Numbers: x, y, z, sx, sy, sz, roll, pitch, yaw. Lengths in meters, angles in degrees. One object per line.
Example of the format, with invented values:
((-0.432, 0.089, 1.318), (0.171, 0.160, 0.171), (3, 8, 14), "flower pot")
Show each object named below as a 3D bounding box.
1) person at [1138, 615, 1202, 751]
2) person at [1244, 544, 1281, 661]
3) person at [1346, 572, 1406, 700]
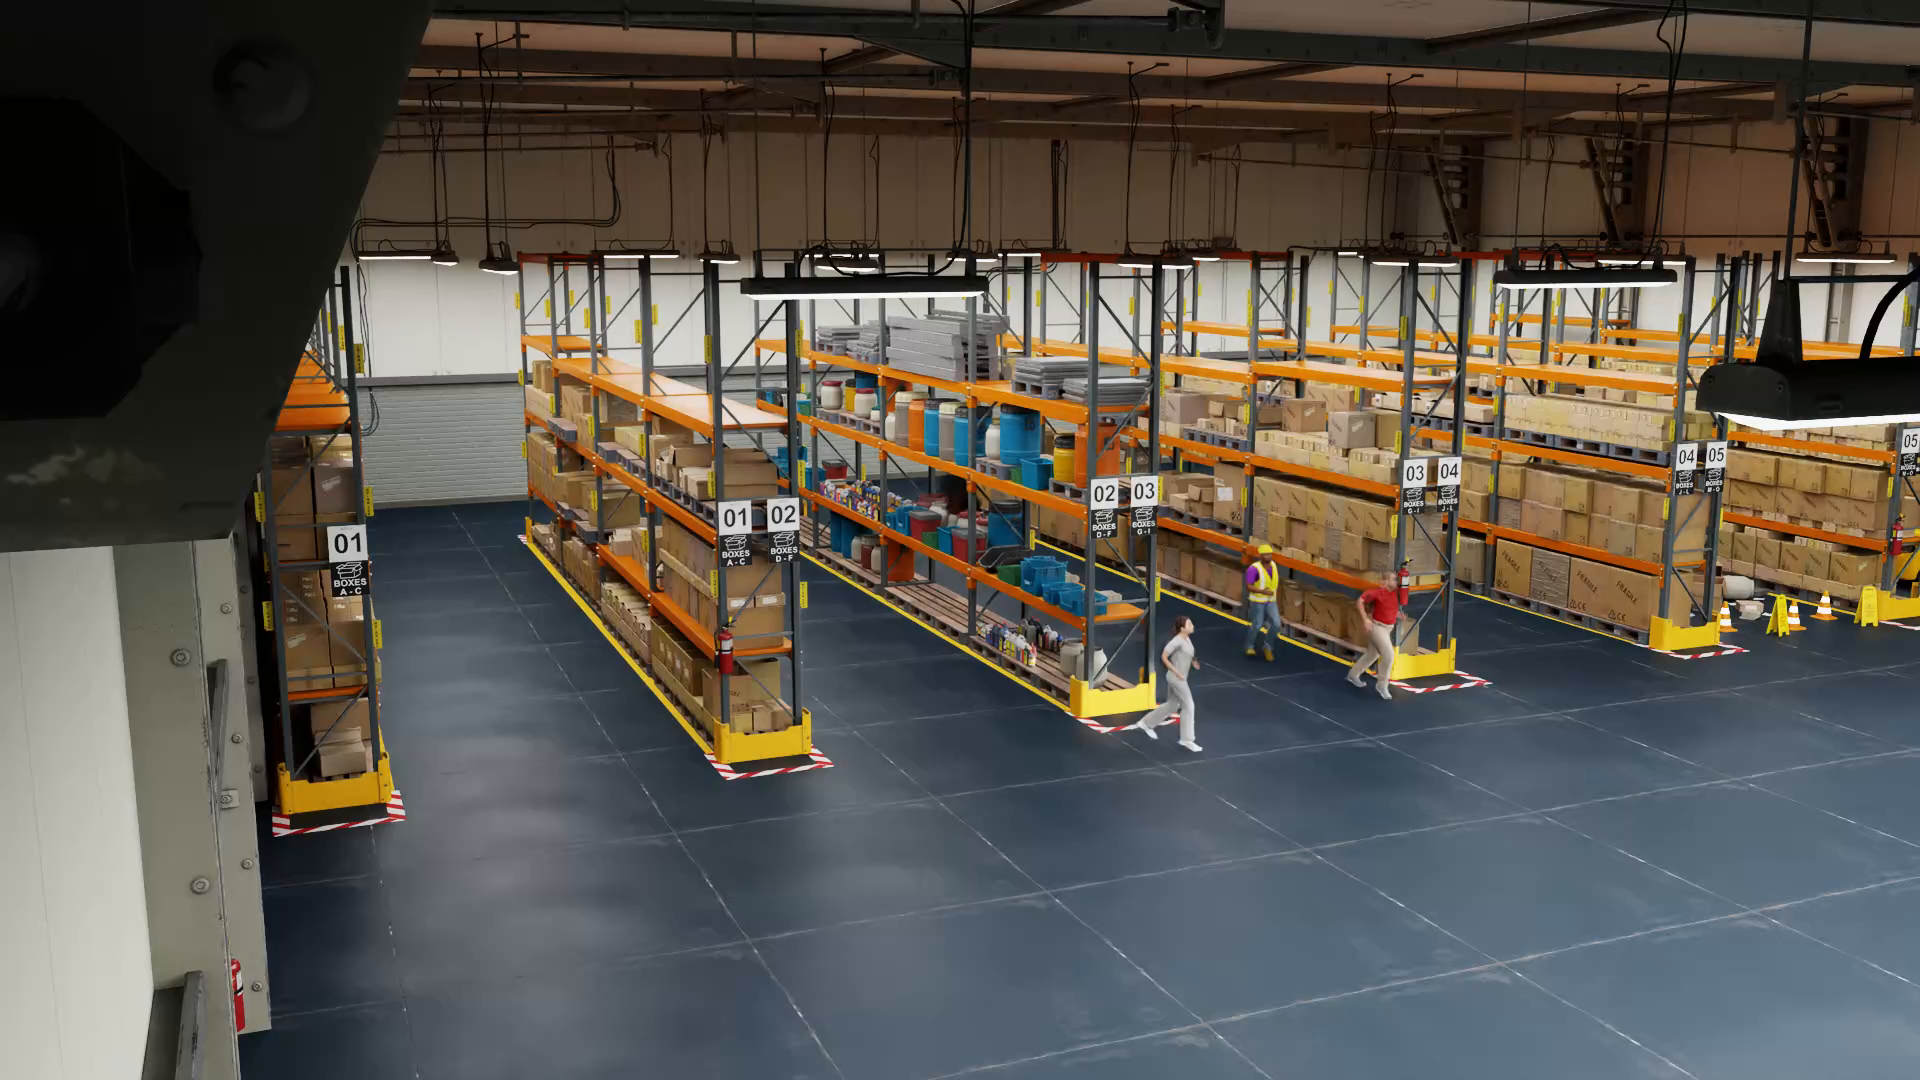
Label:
((2.660, 1.760, 20.818), (0.835, 1.701, 0.569), (3, 11, 18), "person")
((4.588, 0.959, 25.017), (0.721, 1.822, 0.729), (-5, 11, -24), "person")
((5.851, 1.301, 23.310), (0.809, 1.754, 0.672), (8, 13, 39), "person")
